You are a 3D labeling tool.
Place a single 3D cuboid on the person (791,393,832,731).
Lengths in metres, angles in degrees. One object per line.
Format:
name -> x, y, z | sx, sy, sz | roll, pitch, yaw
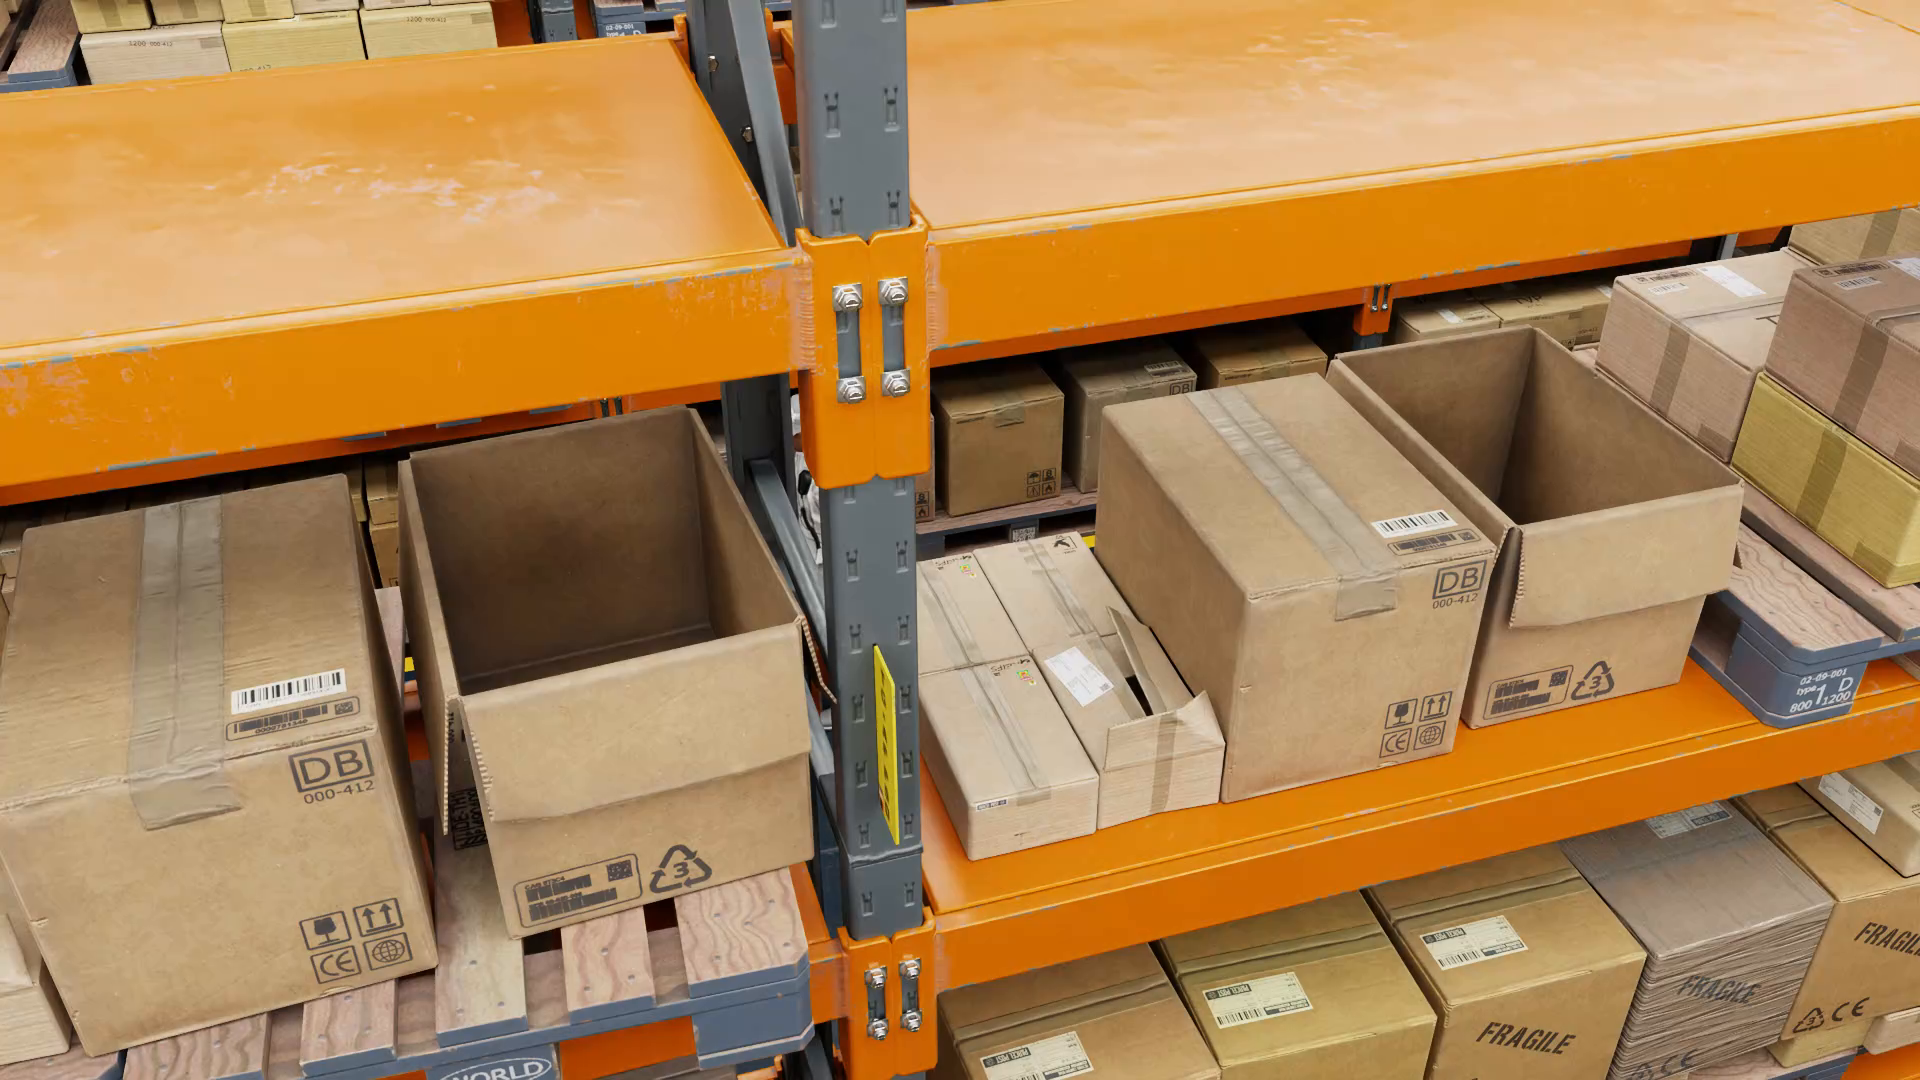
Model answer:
person -> -0.591, 0.066, 7.335 | 0.473, 1.666, 0.550 | -11, 36, -15
